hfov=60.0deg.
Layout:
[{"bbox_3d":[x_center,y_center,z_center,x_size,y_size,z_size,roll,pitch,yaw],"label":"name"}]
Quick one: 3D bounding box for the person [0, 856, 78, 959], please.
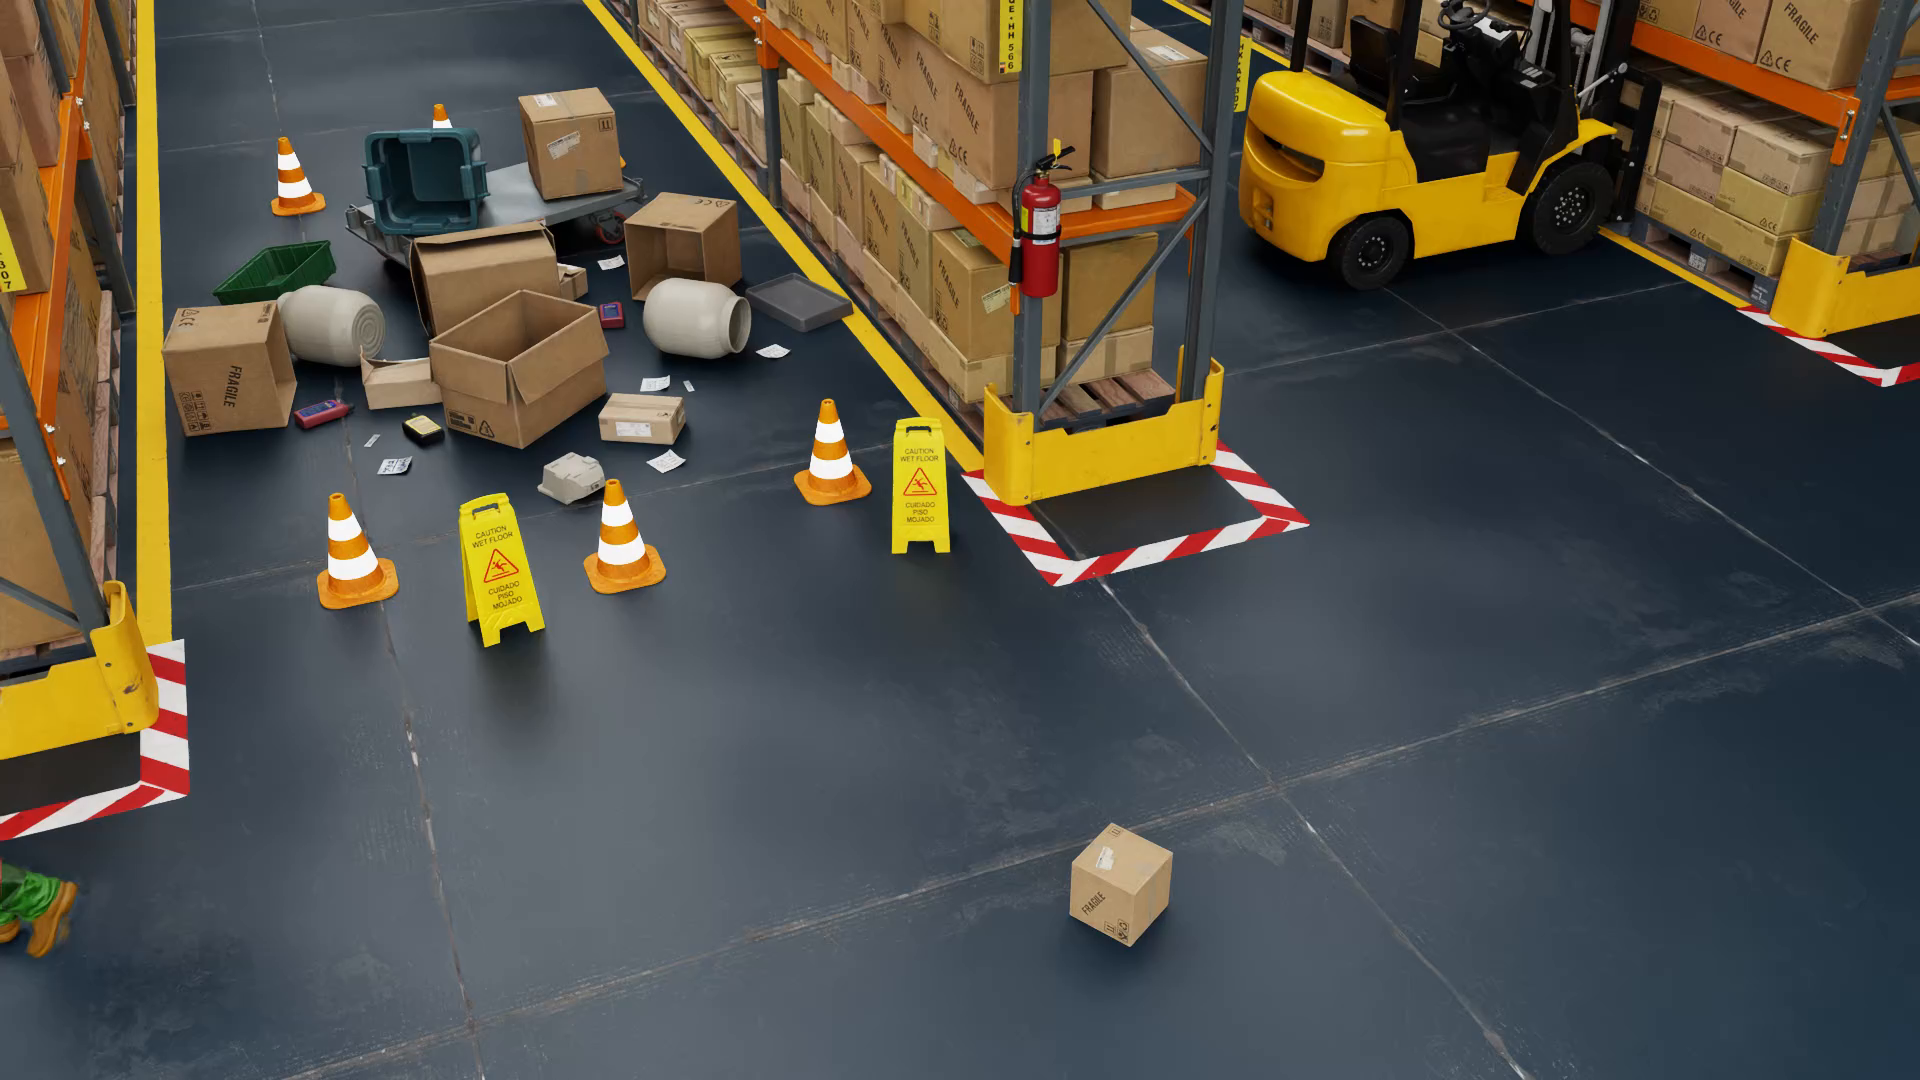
[{"bbox_3d":[-3.199,0.608,5.148,0.586,1.781,0.529,-6,34,-9],"label":"person"}]
